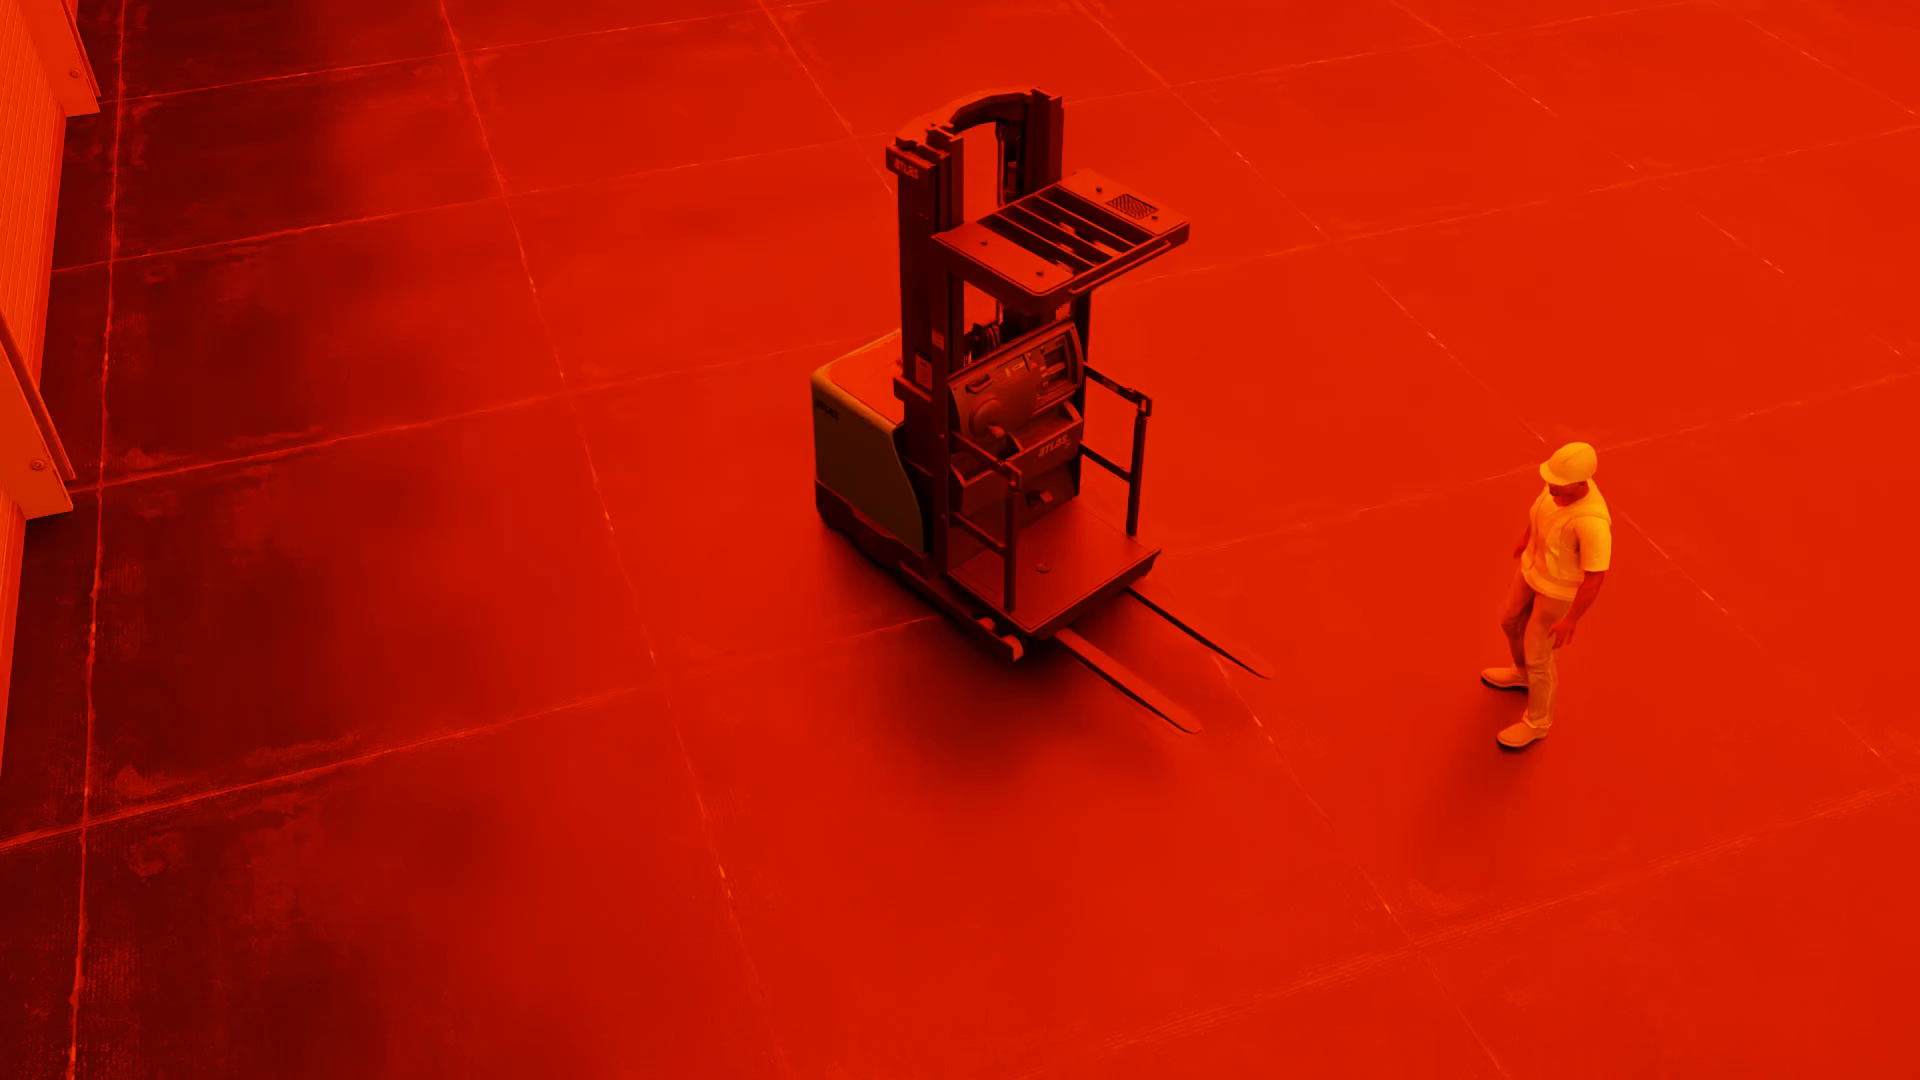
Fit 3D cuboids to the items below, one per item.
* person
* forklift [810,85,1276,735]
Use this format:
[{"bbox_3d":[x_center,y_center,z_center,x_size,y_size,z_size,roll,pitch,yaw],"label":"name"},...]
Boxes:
[{"bbox_3d":[3.057,0.208,8.675,0.415,1.742,0.812,-5,40,-6],"label":"person"},{"bbox_3d":[0.460,-0.797,8.946,1.130,2.935,3.031,-30,49,-31],"label":"forklift"}]
